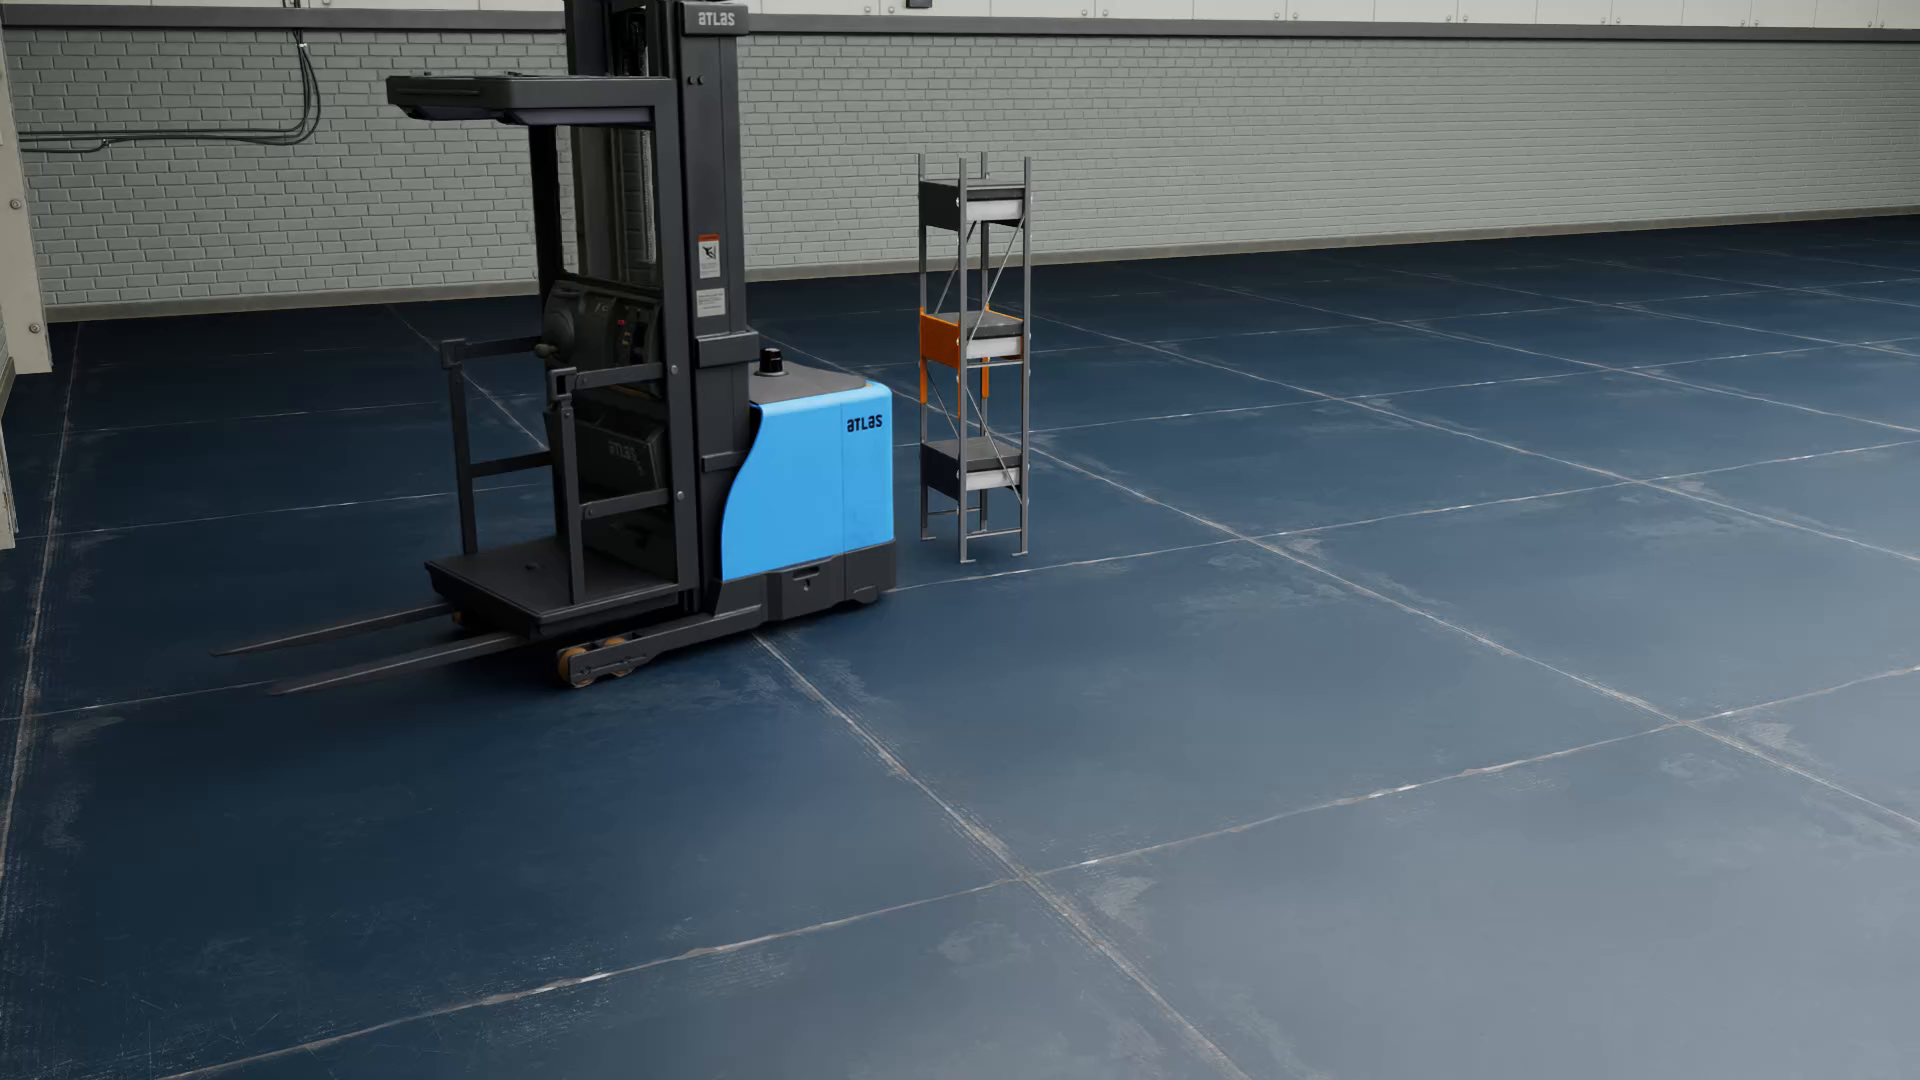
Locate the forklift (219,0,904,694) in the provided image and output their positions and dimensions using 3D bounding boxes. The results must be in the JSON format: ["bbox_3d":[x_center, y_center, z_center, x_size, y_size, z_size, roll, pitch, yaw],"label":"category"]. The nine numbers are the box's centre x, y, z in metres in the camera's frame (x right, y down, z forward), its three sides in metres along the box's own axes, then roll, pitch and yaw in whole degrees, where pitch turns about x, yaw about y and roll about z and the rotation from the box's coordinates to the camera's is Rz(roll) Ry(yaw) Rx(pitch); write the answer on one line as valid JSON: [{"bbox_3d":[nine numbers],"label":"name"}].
[{"bbox_3d":[-1.714,-0.953,7.258,3.031,2.935,1.130,-14,21,-40],"label":"forklift"}]

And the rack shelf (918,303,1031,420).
[{"bbox_3d":[0.072,-0.955,8.822,0.431,0.518,0.480,-8,18,-25],"label":"rack shelf"}]

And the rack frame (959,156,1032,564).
[{"bbox_3d":[0.179,-0.908,8.607,0.400,2.100,0.015,-8,18,-25],"label":"rack frame"}]

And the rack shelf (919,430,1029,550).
[{"bbox_3d":[0.073,-0.282,9.015,0.431,0.518,0.480,-8,18,-25],"label":"rack shelf"}]

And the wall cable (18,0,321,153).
[{"bbox_3d":[-8.130,-5.198,16.680,3.097,2.526,0.112,-8,18,-25],"label":"wall cable"}]

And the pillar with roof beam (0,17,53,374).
[{"bbox_3d":[-4.158,-6.321,14.962,9.100,9.000,0.400,-8,18,-25],"label":"pillar with roof beam"}]

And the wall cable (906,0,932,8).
[{"bbox_3d":[0.411,-9.469,19.766,2.305,6.003,0.169,-8,18,-25],"label":"wall cable"}]

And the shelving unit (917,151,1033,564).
[{"bbox_3d":[0.072,-0.968,8.818,0.431,2.100,0.503,-8,18,-25],"label":"shelving unit"}]

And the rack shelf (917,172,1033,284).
[{"bbox_3d":[0.072,-1.628,8.629,0.431,0.518,0.480,-8,18,-25],"label":"rack shelf"}]

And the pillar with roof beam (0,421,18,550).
[{"bbox_3d":[-1.529,-4.833,9.777,9.100,9.000,0.400,-8,18,-25],"label":"pillar with roof beam"}]

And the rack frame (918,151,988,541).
[{"bbox_3d":[-0.034,-1.029,9.029,0.400,2.100,0.015,-8,18,-25],"label":"rack frame"}]
